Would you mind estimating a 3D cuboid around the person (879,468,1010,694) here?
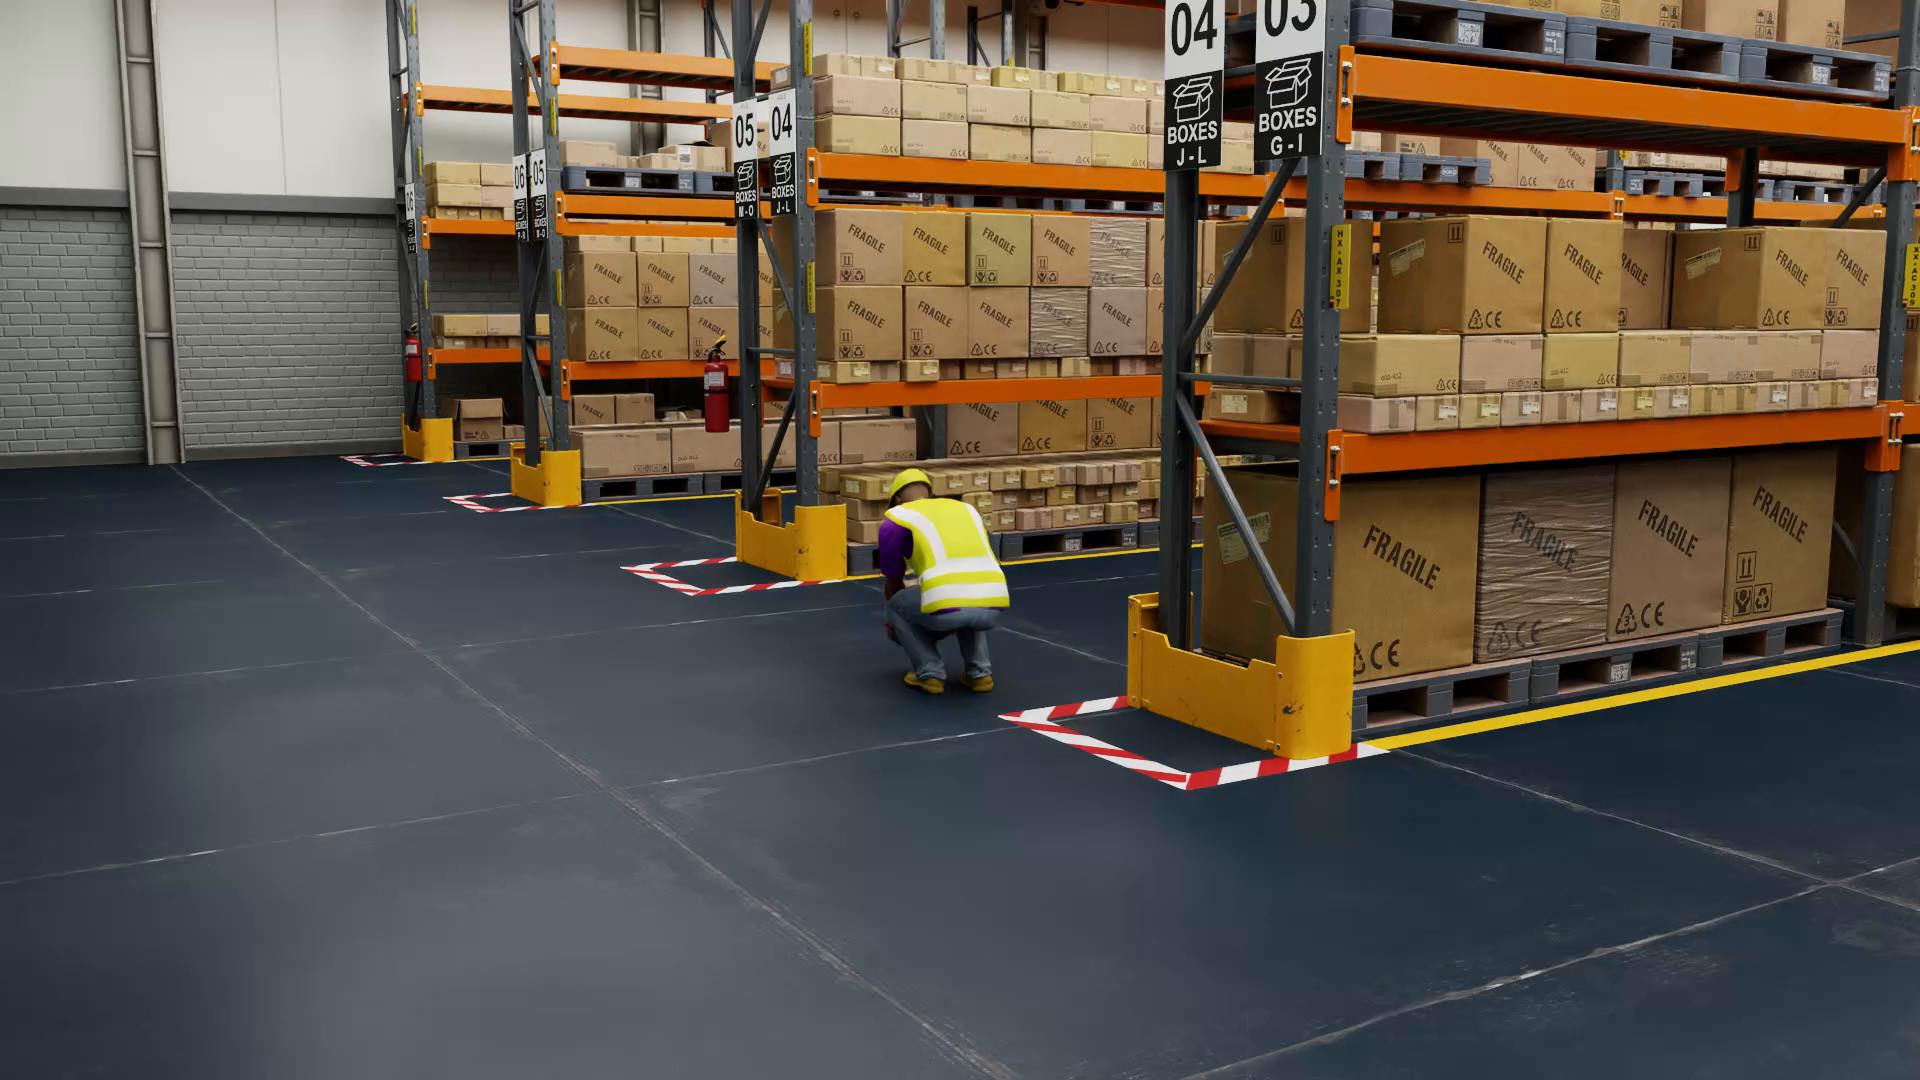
[{"bbox_3d":[-0.107,0.194,8.010,0.564,1.036,0.827,-3,9,-21],"label":"person"}]
